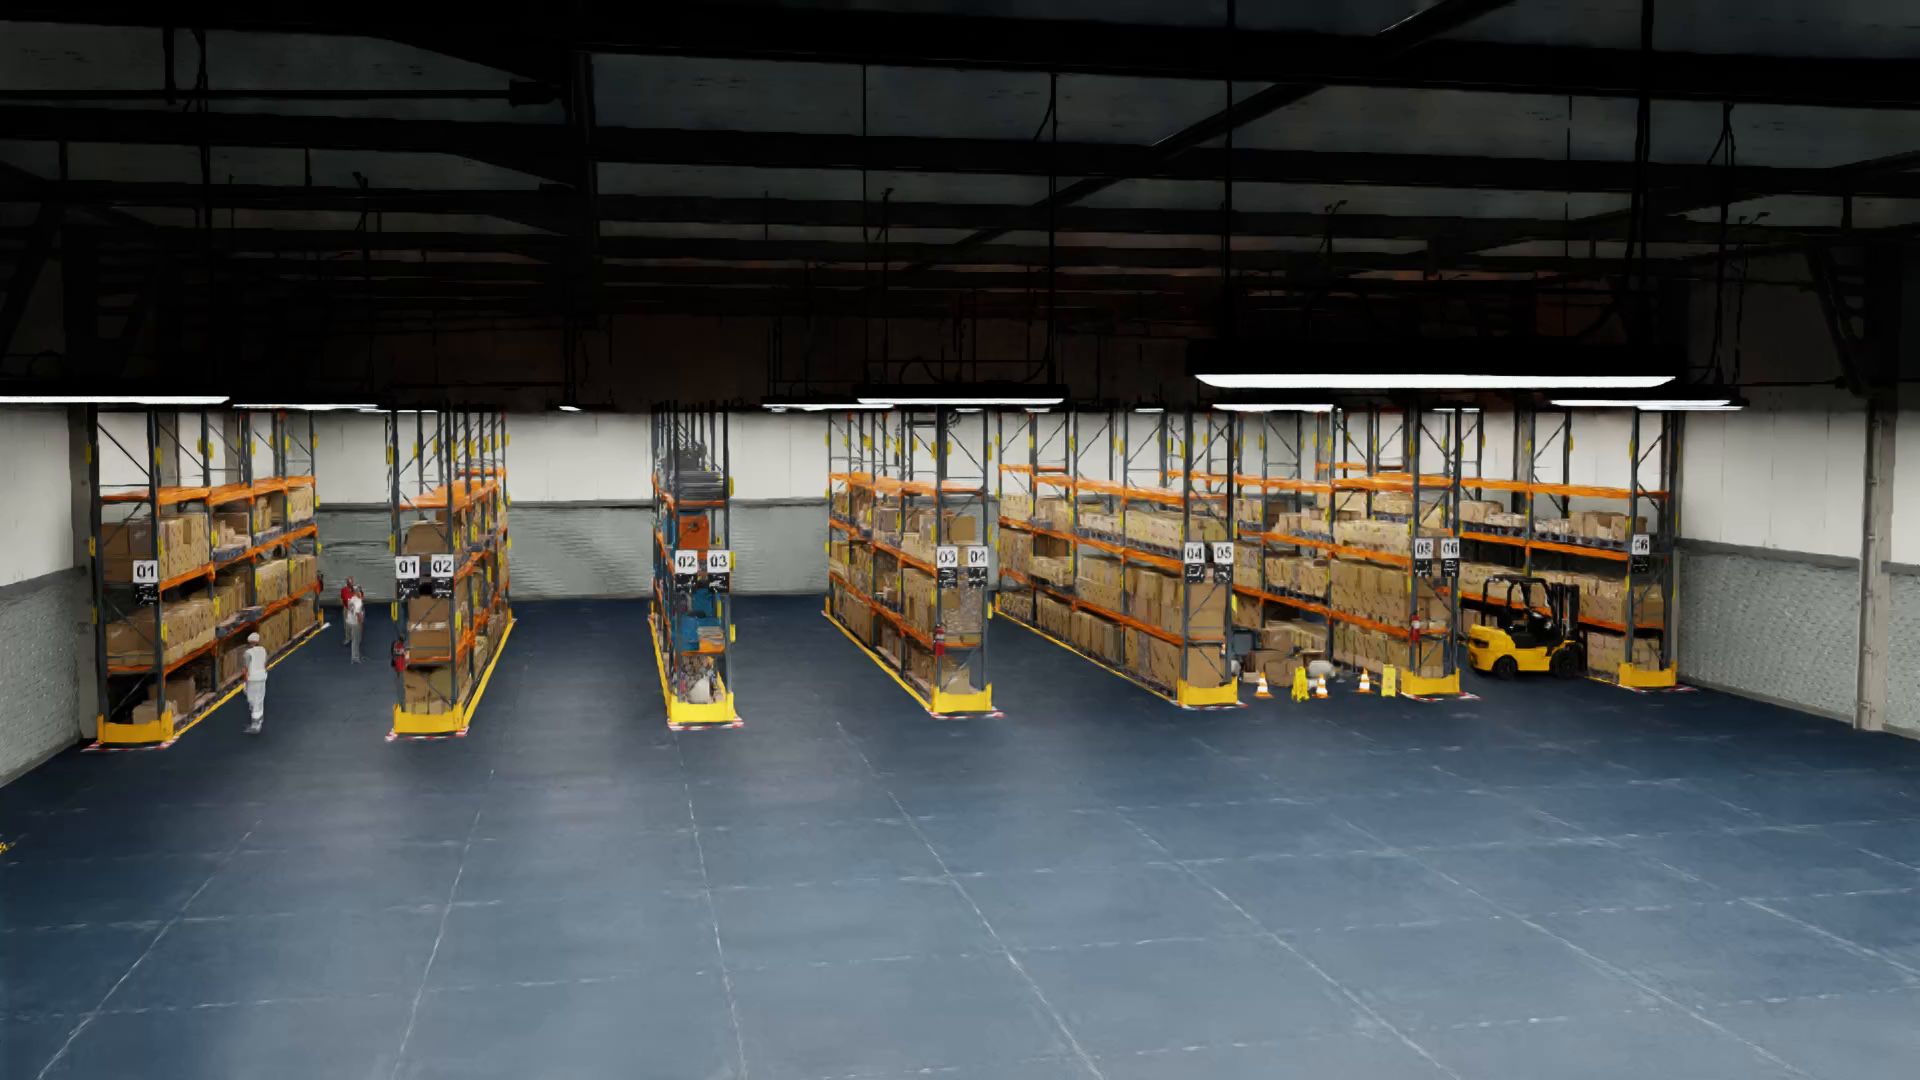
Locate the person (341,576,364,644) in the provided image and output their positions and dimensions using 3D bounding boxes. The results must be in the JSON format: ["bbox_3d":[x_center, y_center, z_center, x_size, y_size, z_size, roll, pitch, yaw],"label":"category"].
[{"bbox_3d":[-15.234,1.740,41.715,0.554,1.669,1.031,-1,4,-13],"label":"person"}]

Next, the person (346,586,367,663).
[{"bbox_3d":[-13.891,1.938,38.382,0.492,1.767,0.626,-3,5,-38],"label":"person"}]

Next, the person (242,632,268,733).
[{"bbox_3d":[-12.763,2.555,29.981,0.489,1.787,0.602,1,5,18],"label":"person"}]
